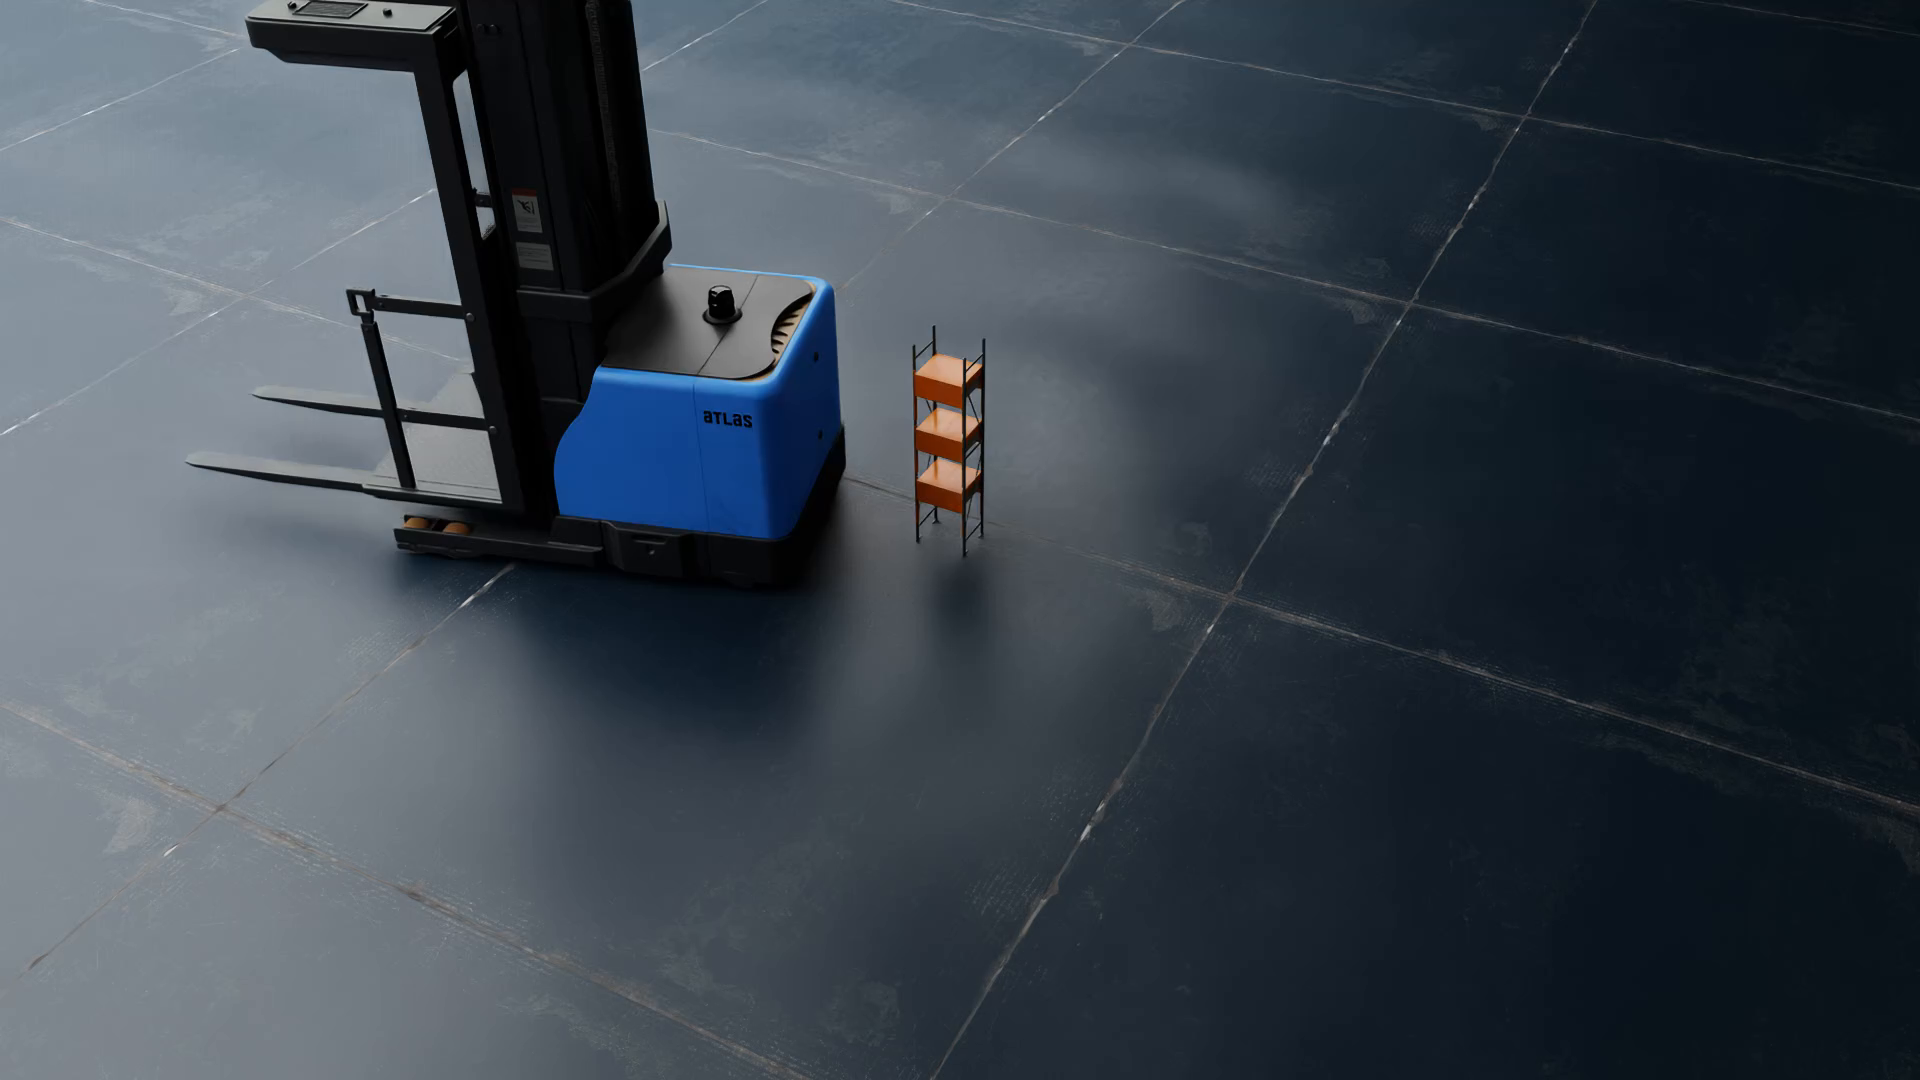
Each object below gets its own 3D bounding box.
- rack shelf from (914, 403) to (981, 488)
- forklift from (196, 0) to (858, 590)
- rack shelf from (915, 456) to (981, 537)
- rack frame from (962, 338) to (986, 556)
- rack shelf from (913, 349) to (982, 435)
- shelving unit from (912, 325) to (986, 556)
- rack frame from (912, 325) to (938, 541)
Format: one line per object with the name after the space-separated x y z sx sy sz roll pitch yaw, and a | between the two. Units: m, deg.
-0.048 -0.425 7.459 0.240 0.259 0.215 17 41 21 | rack shelf
-2.068 -1.380 7.144 3.031 2.935 1.130 7 38 9 | forklift
-0.048 -0.203 7.627 0.240 0.259 0.215 17 41 21 | rack shelf
0.061 -0.399 7.407 0.008 1.050 0.200 17 41 21 | rack frame
-0.048 -0.651 7.287 0.240 0.259 0.215 17 41 21 | rack shelf
-0.048 -0.433 7.452 0.252 1.050 0.215 17 41 21 | shelving unit
-0.156 -0.467 7.497 0.008 1.050 0.200 17 41 21 | rack frame
